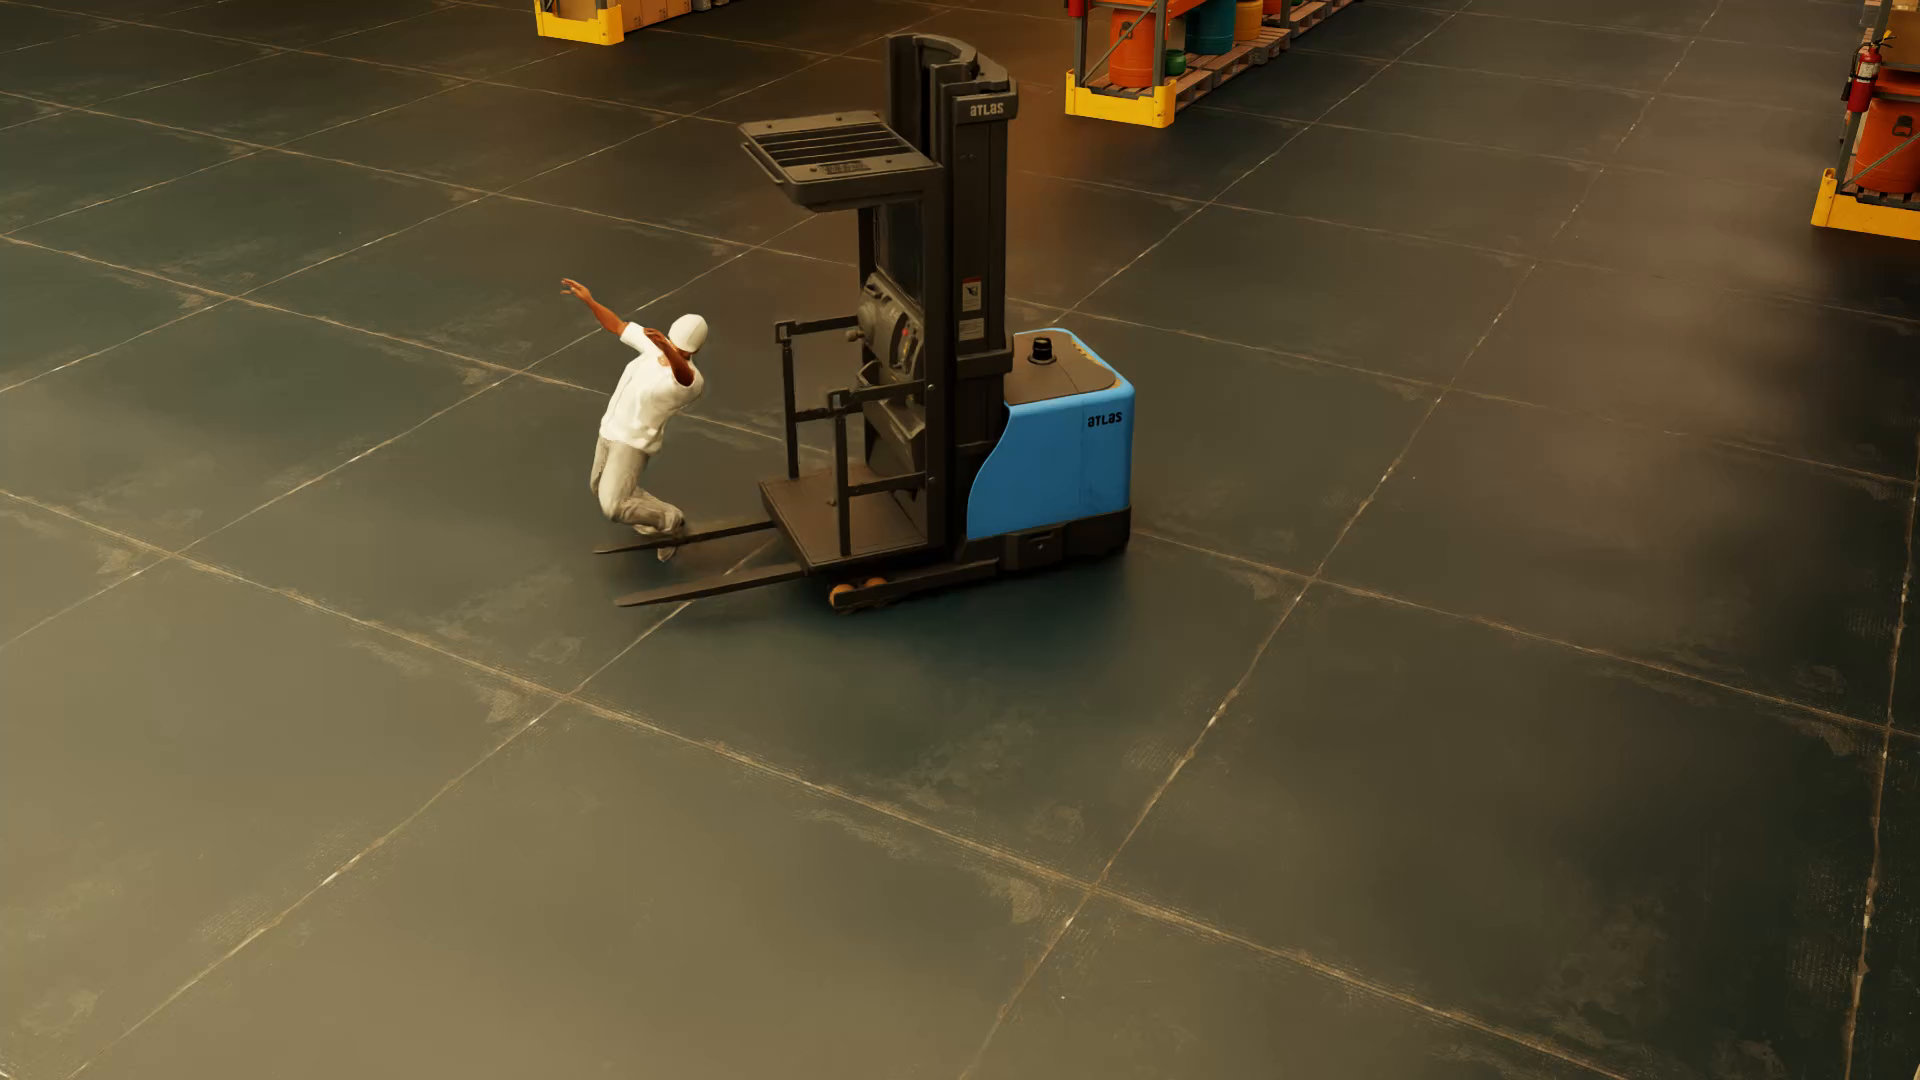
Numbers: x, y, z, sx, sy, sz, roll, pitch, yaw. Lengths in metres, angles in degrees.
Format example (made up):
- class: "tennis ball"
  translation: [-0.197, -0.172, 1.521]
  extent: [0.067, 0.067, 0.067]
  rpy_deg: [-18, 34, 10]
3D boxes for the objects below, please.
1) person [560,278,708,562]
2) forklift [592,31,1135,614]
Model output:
- class: "person"
  translation: [-1.758, -0.642, 9.433]
  extent: [0.770, 1.591, 1.020]
  rpy_deg: [-14, 33, -23]
- class: "forklift"
  translation: [-0.567, -1.154, 9.070]
  extent: [3.031, 2.935, 1.130]
  rpy_deg: [-11, 32, -19]
